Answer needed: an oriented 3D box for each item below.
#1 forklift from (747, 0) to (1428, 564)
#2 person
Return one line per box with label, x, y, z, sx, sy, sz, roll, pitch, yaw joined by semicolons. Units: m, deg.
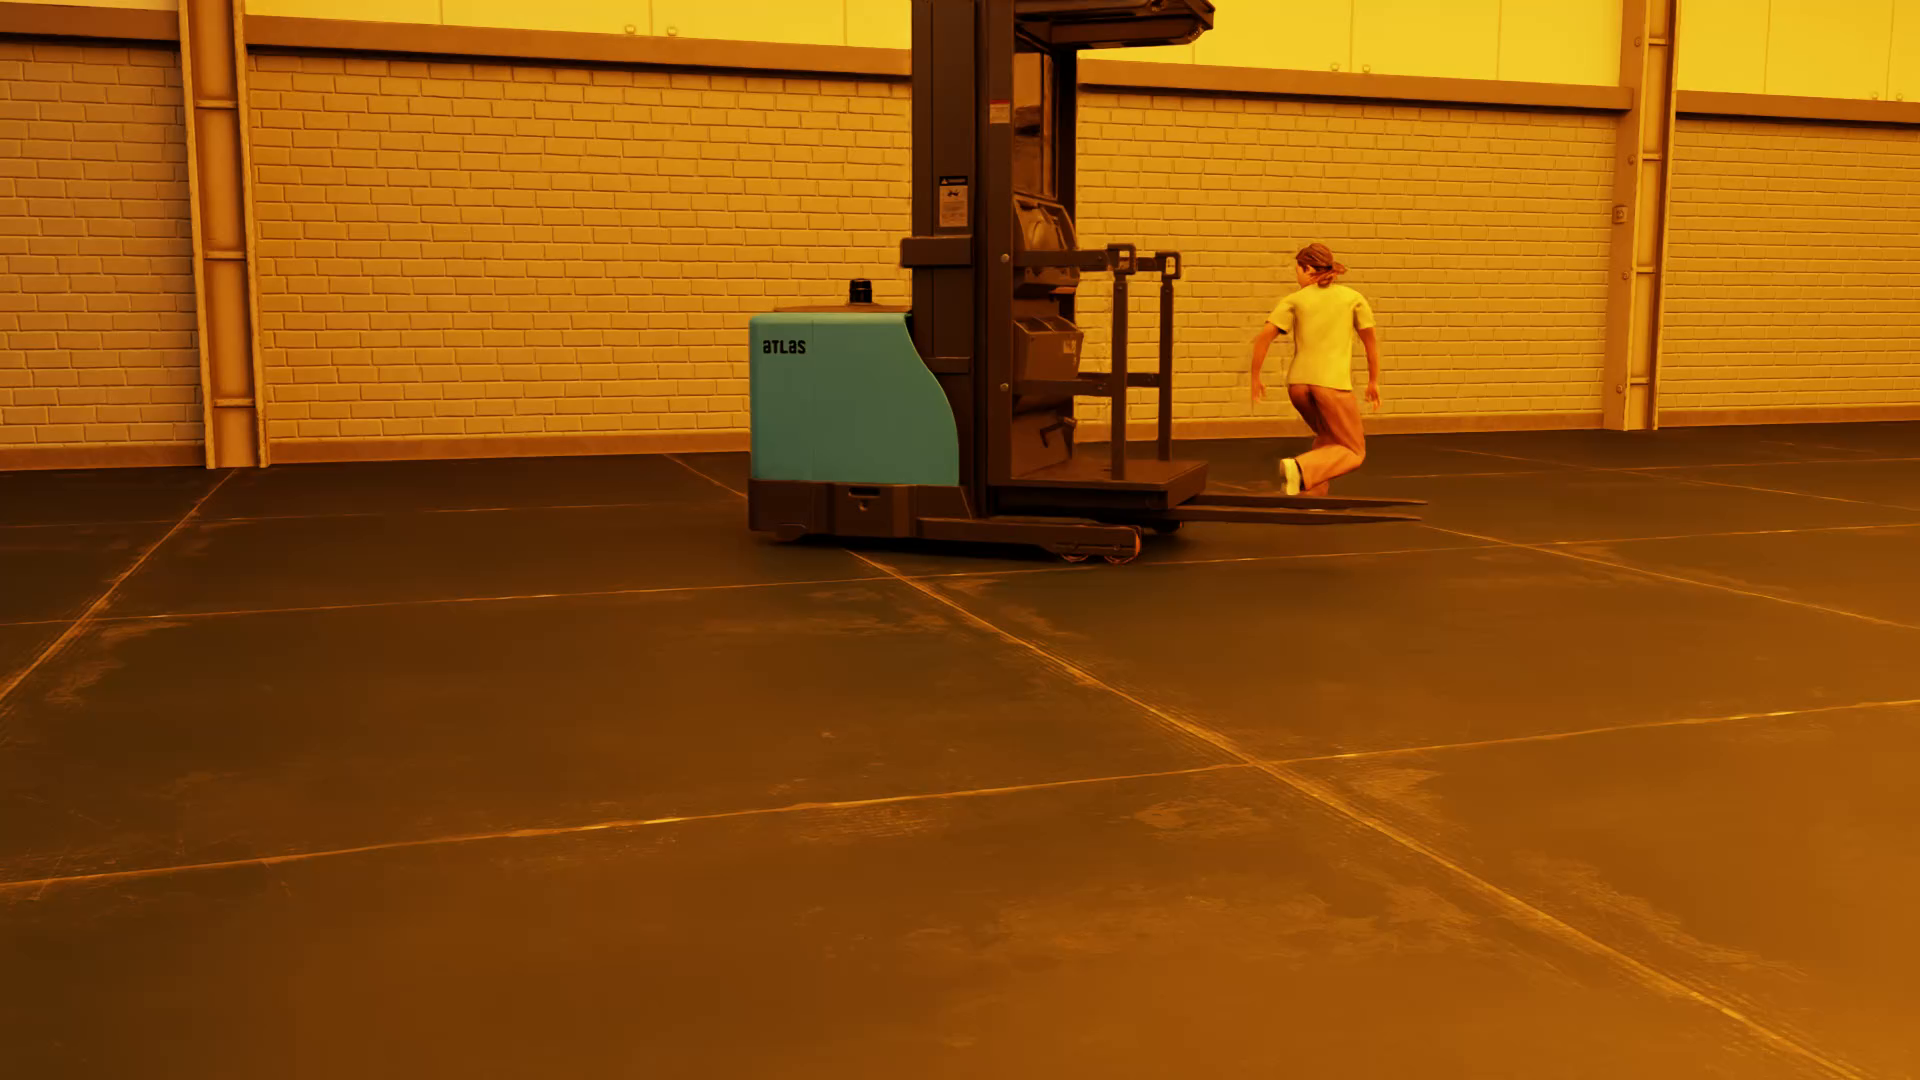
forklift;0.583;-1.427;7.542;3.031;2.935;1.130;3;8;18
person;1.863;-0.852;8.896;0.609;1.464;0.700;5;9;34
